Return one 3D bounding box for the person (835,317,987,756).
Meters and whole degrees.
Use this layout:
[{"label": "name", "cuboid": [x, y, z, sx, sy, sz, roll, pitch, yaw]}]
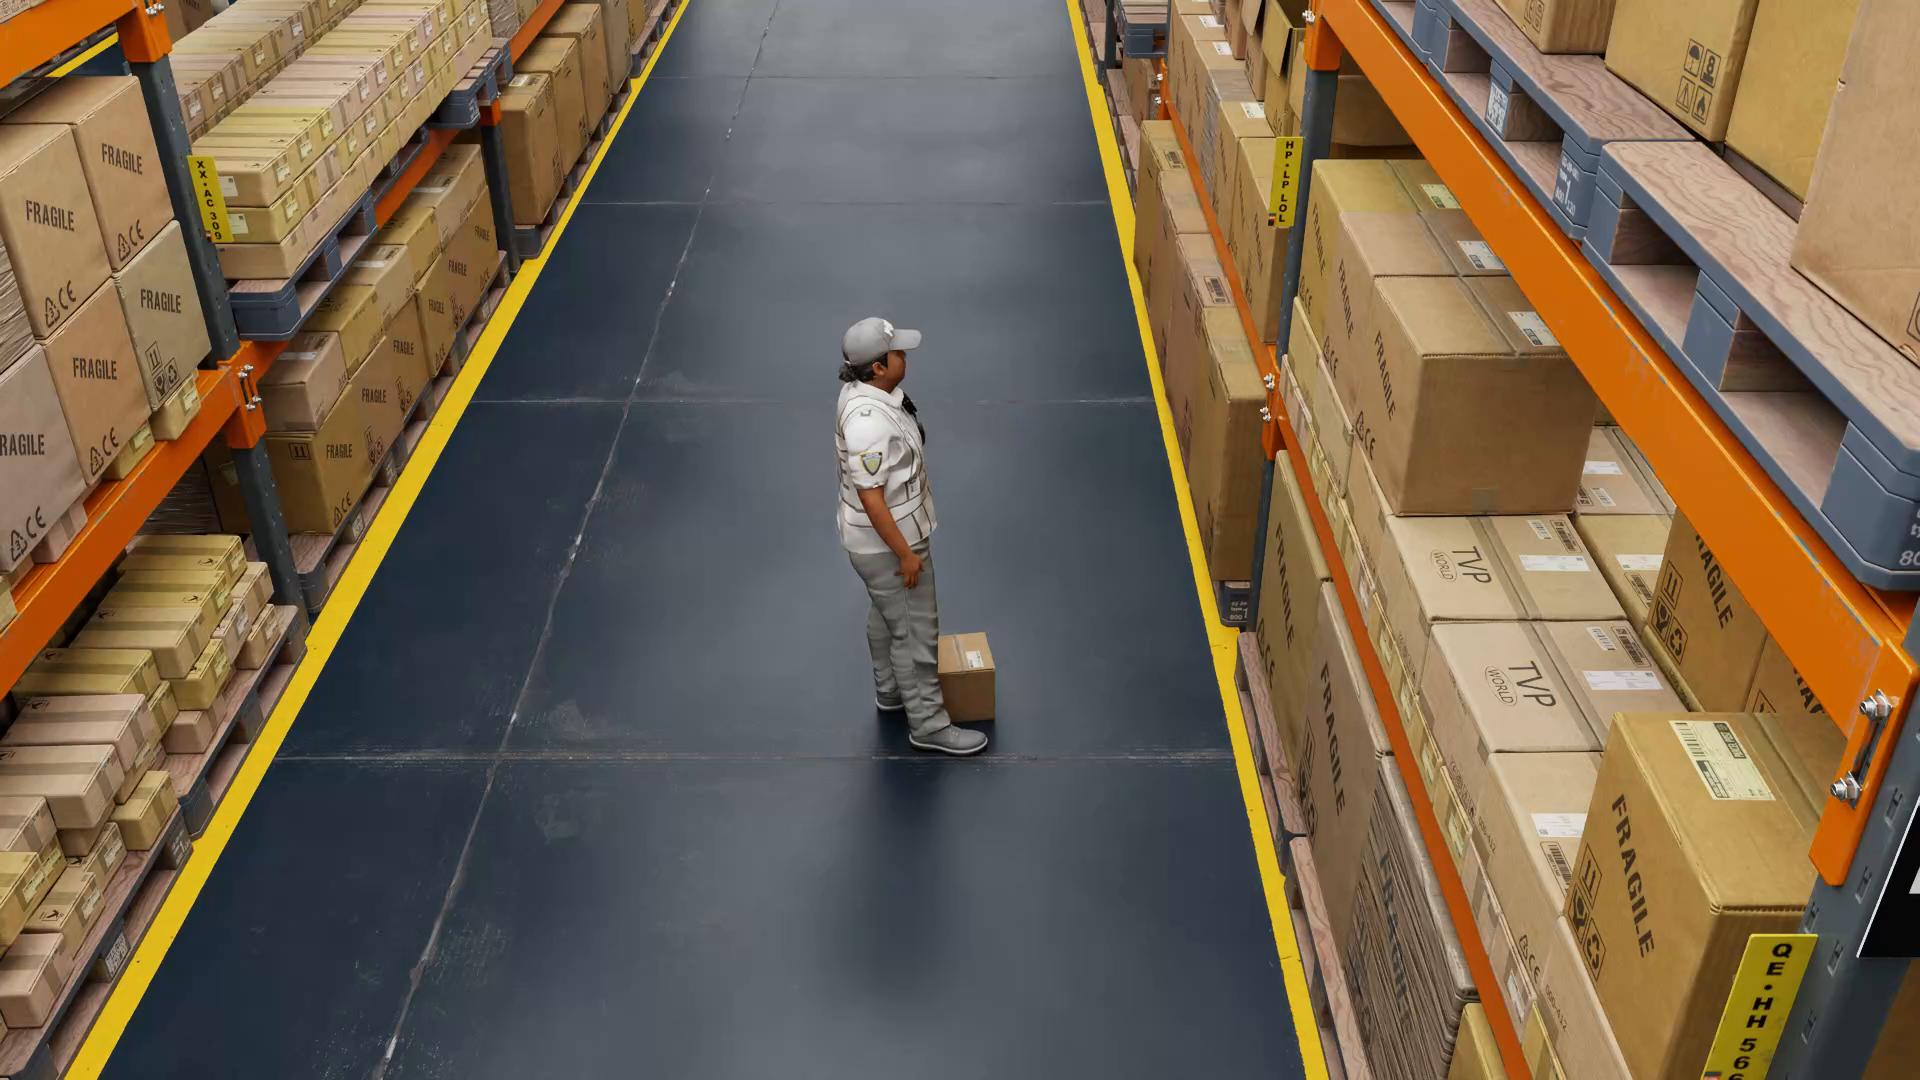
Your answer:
[{"label": "person", "cuboid": [-0.185, -0.027, 6.155, 0.529, 1.670, 0.598, -4, 32, -6]}]
